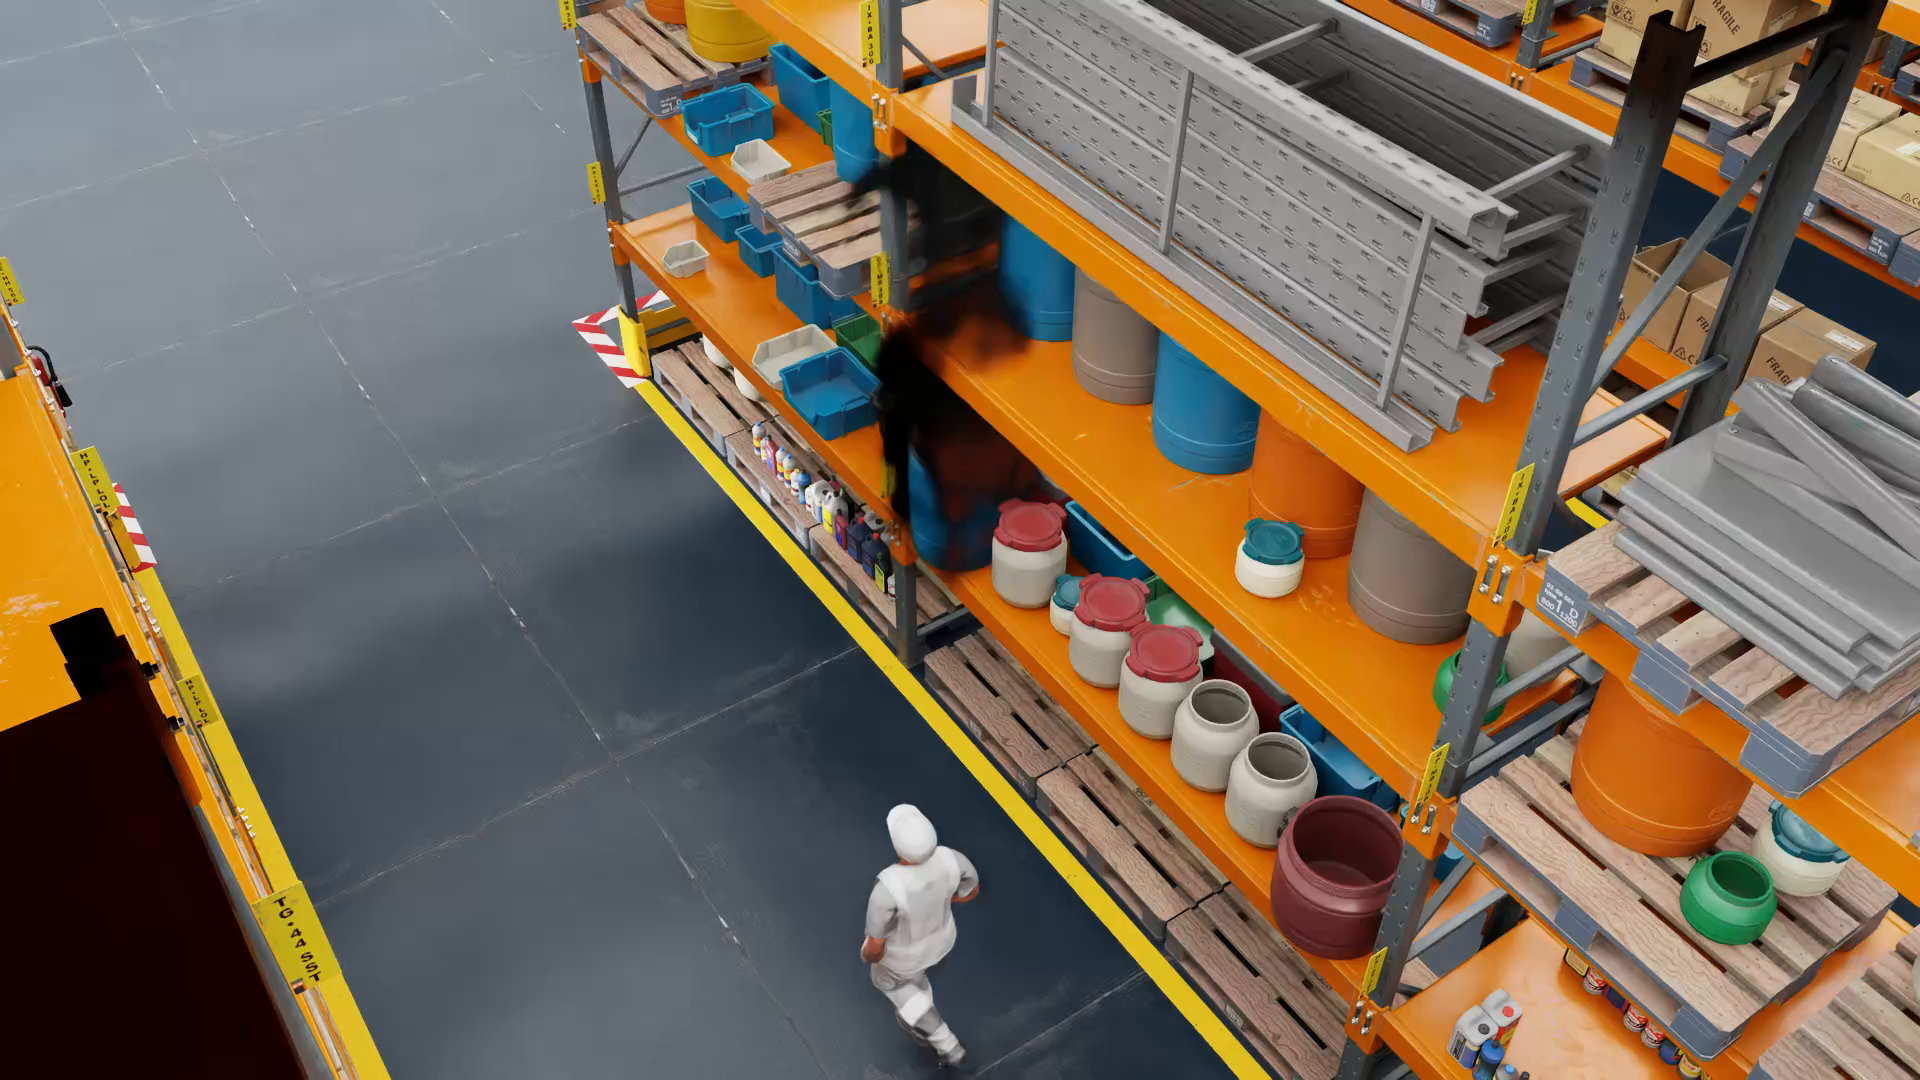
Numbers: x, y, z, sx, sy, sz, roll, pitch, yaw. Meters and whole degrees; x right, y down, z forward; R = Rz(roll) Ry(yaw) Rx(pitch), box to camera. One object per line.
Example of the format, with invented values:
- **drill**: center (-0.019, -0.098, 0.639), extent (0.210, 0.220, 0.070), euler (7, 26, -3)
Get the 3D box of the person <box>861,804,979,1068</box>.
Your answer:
- **person**: center (-0.173, 1.967, 7.936), extent (0.656, 1.746, 0.675), euler (-26, 49, -26)
